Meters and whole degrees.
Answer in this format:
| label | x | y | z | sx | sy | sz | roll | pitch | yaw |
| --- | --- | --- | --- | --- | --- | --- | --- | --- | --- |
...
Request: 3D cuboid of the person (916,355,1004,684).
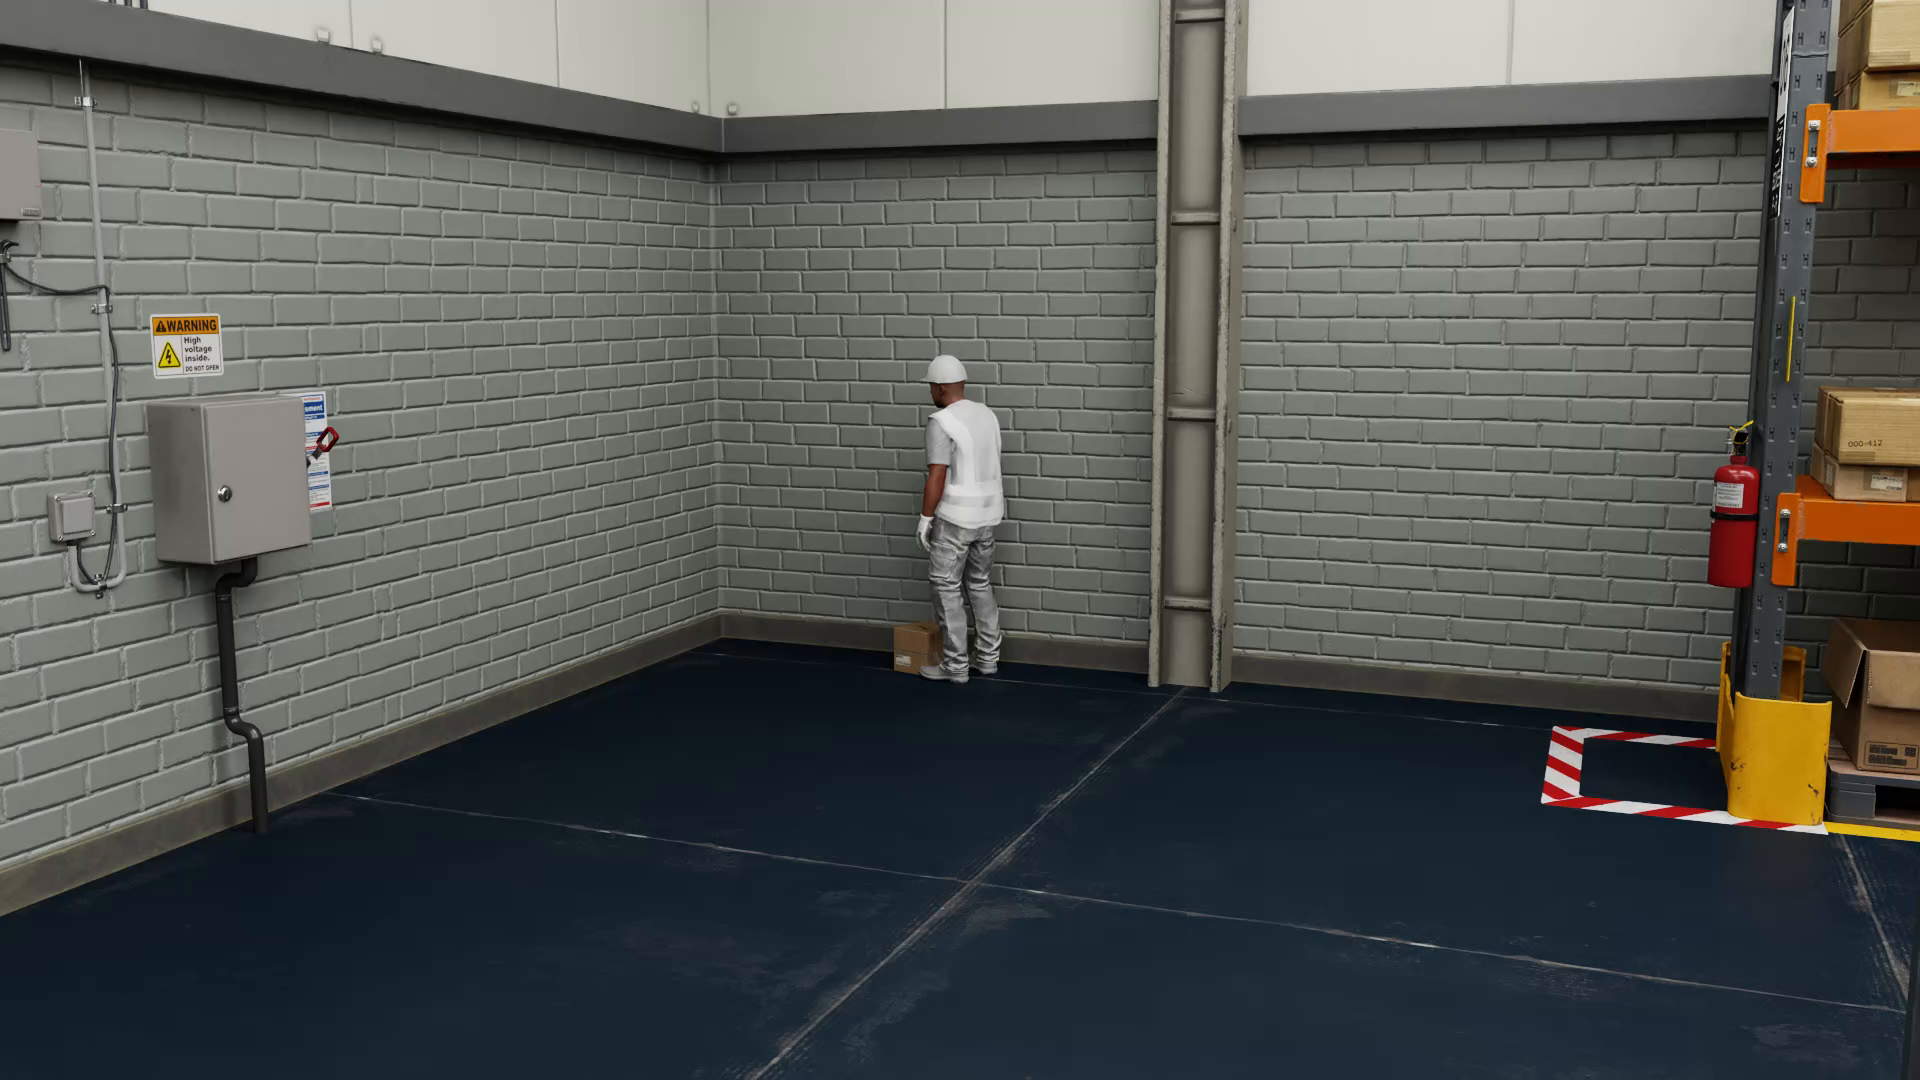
| label | x | y | z | sx | sy | sz | roll | pitch | yaw |
| --- | --- | --- | --- | --- | --- | --- | --- | --- | --- |
| person | -0.006 | -0.119 | 9.102 | 0.453 | 1.773 | 0.628 | 7 | 11 | 39 |
